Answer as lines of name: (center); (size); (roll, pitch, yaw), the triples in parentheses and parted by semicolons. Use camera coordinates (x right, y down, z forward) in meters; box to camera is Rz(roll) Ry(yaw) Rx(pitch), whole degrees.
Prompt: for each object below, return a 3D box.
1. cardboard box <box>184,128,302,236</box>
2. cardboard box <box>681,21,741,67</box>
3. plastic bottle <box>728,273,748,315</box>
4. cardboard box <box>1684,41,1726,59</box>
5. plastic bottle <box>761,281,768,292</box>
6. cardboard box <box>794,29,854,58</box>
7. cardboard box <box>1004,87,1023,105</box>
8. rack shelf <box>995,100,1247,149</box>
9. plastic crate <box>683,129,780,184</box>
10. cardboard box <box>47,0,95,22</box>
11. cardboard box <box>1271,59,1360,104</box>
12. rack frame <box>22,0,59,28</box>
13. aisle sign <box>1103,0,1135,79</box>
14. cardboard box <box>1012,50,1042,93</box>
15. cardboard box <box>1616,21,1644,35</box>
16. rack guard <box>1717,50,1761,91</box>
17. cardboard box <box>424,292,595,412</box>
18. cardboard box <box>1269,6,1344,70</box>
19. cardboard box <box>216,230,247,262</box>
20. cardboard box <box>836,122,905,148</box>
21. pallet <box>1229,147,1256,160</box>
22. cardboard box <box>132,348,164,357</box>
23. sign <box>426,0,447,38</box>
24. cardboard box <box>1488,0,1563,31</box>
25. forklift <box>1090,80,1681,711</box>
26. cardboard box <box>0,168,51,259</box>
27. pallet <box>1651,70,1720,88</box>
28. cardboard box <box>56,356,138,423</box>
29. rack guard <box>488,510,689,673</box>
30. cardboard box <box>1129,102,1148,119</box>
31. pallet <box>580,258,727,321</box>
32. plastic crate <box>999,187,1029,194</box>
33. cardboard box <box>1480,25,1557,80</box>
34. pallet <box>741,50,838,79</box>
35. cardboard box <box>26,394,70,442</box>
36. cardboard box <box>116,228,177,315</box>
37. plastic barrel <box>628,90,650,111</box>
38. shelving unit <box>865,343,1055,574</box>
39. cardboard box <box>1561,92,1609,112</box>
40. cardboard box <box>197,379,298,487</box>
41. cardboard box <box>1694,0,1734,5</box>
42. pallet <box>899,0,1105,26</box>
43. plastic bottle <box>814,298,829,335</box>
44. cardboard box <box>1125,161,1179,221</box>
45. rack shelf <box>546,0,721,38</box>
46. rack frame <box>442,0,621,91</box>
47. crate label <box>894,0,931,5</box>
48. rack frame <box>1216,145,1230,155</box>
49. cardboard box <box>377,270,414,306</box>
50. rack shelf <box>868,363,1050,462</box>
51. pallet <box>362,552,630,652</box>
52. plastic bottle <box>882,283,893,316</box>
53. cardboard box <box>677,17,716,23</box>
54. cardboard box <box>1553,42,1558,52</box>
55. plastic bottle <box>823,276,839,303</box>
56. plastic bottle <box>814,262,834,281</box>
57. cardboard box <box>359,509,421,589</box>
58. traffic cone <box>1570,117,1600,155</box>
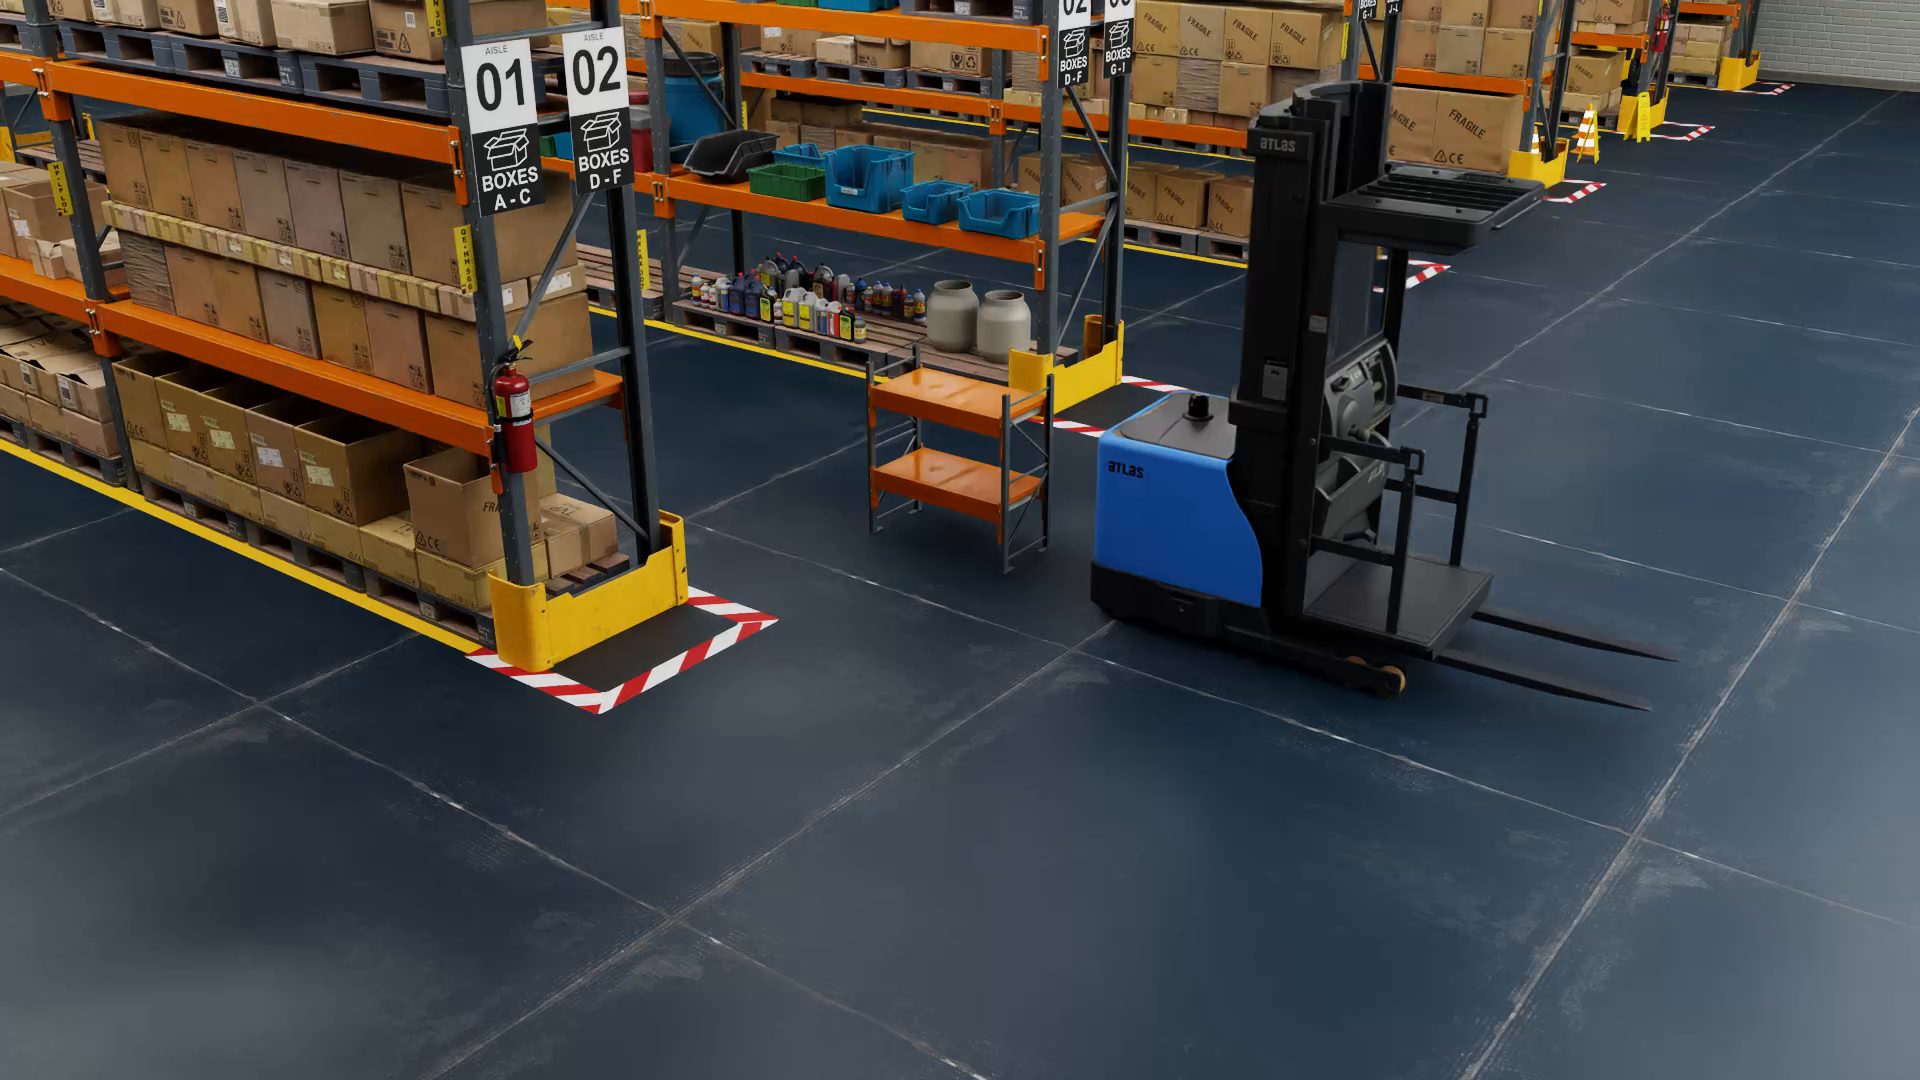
cardboard box: (-4.092, -2.151, 9.858); (0.500, 0.500, 0.700); (17, 29, 33)
cardboard box: (-3.057, -6.108, 20.447); (0.500, 0.500, 0.500); (18, 29, 35)
plastic bottle: (-1.886, -2.117, 14.254); (0.185, 0.351, 0.144); (18, 29, 35)
cardboard box: (12.229, -8.067, 27.287); (0.500, 0.250, 0.500); (16, 29, 33)
plastic bottle: (-1.698, -2.085, 14.279); (0.097, 0.271, 0.097); (0, 24, 0)
cardboard box: (-1.551, -6.040, 19.772); (0.700, 0.500, 0.500); (-22, 32, -40)
cardboard box: (0.679, -4.791, 17.895); (0.250, 0.149, 0.380); (17, 29, 33)
rack shelf: (2.288, -4.242, 17.229); (4.000, 0.370, 1.077); (17, 29, 33)
plastic crate: (-1.940, -3.261, 14.187); (0.504, 0.338, 0.767); (17, 29, 33)
cardboard box: (-5.012, -3.328, 9.723); (0.500, 0.500, 0.500); (20, 31, 37)
cardboard box: (3.465, -4.412, 16.229); (0.500, 0.500, 0.875); (17, 29, 33)
rack frame: (-5.257, -4.605, 9.721); (0.127, 3.000, 1.000); (17, 29, 33)
aisle sign: (1.151, -3.757, 12.011); (0.004, 0.787, 0.394); (17, 29, 33)
cardboard box: (1.010, -5.108, 17.810); (0.500, 0.500, 0.875); (17, 29, 33)
cardboard box: (9.404, -7.192, 23.343); (0.250, 0.149, 0.380); (18, 29, 35)
rack guard: (12.825, -7.738, 27.371); (0.348, 0.500, 1.175); (17, 29, 33)
cardboard box: (-2.422, -1.055, 8.980); (0.500, 0.500, 0.700); (17, 29, 33)
cardboard box: (3.300, -4.781, 15.826); (0.500, 0.500, 0.500); (17, 29, 33)
cardboard box: (-4.124, -1.765, 9.786); (0.250, 0.149, 0.380); (16, 28, 32)
cardboard box: (-1.056, -4.660, 19.838); (0.500, 0.500, 0.700); (20, 31, 38)
pallet: (4.305, -5.146, 21.846); (1.213, 0.211, 1.003); (17, 29, 33)
cardboard box: (-5.438, -1.231, 11.696); (0.500, 0.311, 0.500); (17, 29, 33)
sign: (-2.393, -2.463, 7.578); (0.005, 0.325, 0.100); (17, 29, 33)
cardboard box: (6.670, -6.329, 19.547); (0.550, 0.550, 0.875); (17, 29, 33)
forklift: (2.253, -0.768, 8.537); (3.031, 2.935, 1.130); (15, 28, 30)
cardboard box: (-6.684, -2.345, 11.907); (0.500, 0.500, 0.500); (17, 29, 33)
pallet: (12.169, -7.783, 27.832); (1.213, 0.211, 1.003); (17, 29, 33)
cardboard box: (-5.753, -1.056, 11.299); (0.500, 0.311, 0.500); (17, 29, 33)
rack guard: (-2.037, 0.257, 9.226); (0.348, 0.500, 1.175); (17, 29, 33)
cardboard box: (1.887, -4.433, 17.081); (0.250, 0.149, 0.380); (17, 29, 33)
pallet: (-2.935, -2.359, 15.520); (1.213, 0.211, 1.003); (17, 29, 33)
plastic crate: (0.395, -2.690, 13.140); (0.250, 0.136, 0.298); (17, 29, 33)
cardboard box: (6.620, -5.808, 19.704); (0.550, 0.550, 0.875); (17, 29, 33)
pallet: (-1.879, -5.797, 20.103); (1.003, 0.211, 1.213); (17, 29, 33)
cardboard box: (-6.166, -0.924, 11.694); (0.500, 0.250, 0.500); (16, 29, 33)
cardboard box: (-4.898, -1.800, 10.671); (0.500, 0.500, 0.700); (16, 28, 32)
plastic barrel: (-2.917, -3.822, 15.214); (0.433, 0.535, 0.433); (0, 24, 0)
shelving unit: (-0.005, -0.516, 10.206); (1.048, 1.125, 0.538); (17, 29, 33)
cardboard box: (9.004, -6.334, 23.973); (0.500, 0.250, 0.500); (17, 29, 33)
cardboard box: (-4.273, -0.682, 10.216); (0.500, 0.500, 0.500); (17, 29, 33)
cardboard box: (12.254, -8.968, 26.938); (0.500, 0.500, 0.500); (16, 28, 32)
pallet: (0.314, -4.008, 12.319); (1.213, 0.211, 1.003); (17, 29, 33)
plastic bottle: (-1.111, -1.851, 13.742); (0.135, 0.276, 0.152); (16, 28, 32)
cardboard box: (1.990, -3.733, 17.761); (0.500, 0.500, 0.500); (14, 27, 29)
rack shelf: (-3.883, -4.984, 15.193); (4.000, 0.370, 1.077); (17, 29, 33)
rack frame: (-2.056, -3.638, 7.525); (0.127, 3.000, 1.000); (17, 29, 33)
crate label: (-0.382, -4.354, 13.054); (0.408, 0.251, 0.502); (17, 29, 33)
rack frame: (3.743, -6.631, 21.759); (0.127, 3.000, 1.000); (17, 29, 33)
cardboard box: (-2.891, -1.391, 8.937); (0.250, 0.149, 0.380); (16, 29, 33)
rack shelf: (-0.005, -0.784, 10.088); (1.000, 0.278, 0.538); (17, 29, 33)
pallet: (-2.693, 0.212, 9.686); (1.213, 0.211, 1.003); (17, 29, 33)
plastic bottle: (-0.620, -2.065, 14.233); (0.097, 0.271, 0.097); (0, 24, 0)
cardboard box: (-3.089, -6.709, 20.568); (0.637, 0.503, 0.797); (18, 29, 35)
cardboard box: (8.501, -7.098, 23.973); (0.250, 0.149, 0.380); (17, 29, 34)
plastic bottle: (-1.119, -2.153, 14.419); (0.133, 0.283, 0.061); (17, 29, 33)
plastic bottle: (-1.183, -2.259, 14.576); (0.185, 0.351, 0.144); (17, 29, 33)
cardboard box: (-3.070, 0.022, 9.548); (0.500, 0.250, 0.500); (17, 29, 33)
traffic cone: (8.320, -5.372, 22.047); (0.334, 0.463, 0.336); (17, 29, 33)
